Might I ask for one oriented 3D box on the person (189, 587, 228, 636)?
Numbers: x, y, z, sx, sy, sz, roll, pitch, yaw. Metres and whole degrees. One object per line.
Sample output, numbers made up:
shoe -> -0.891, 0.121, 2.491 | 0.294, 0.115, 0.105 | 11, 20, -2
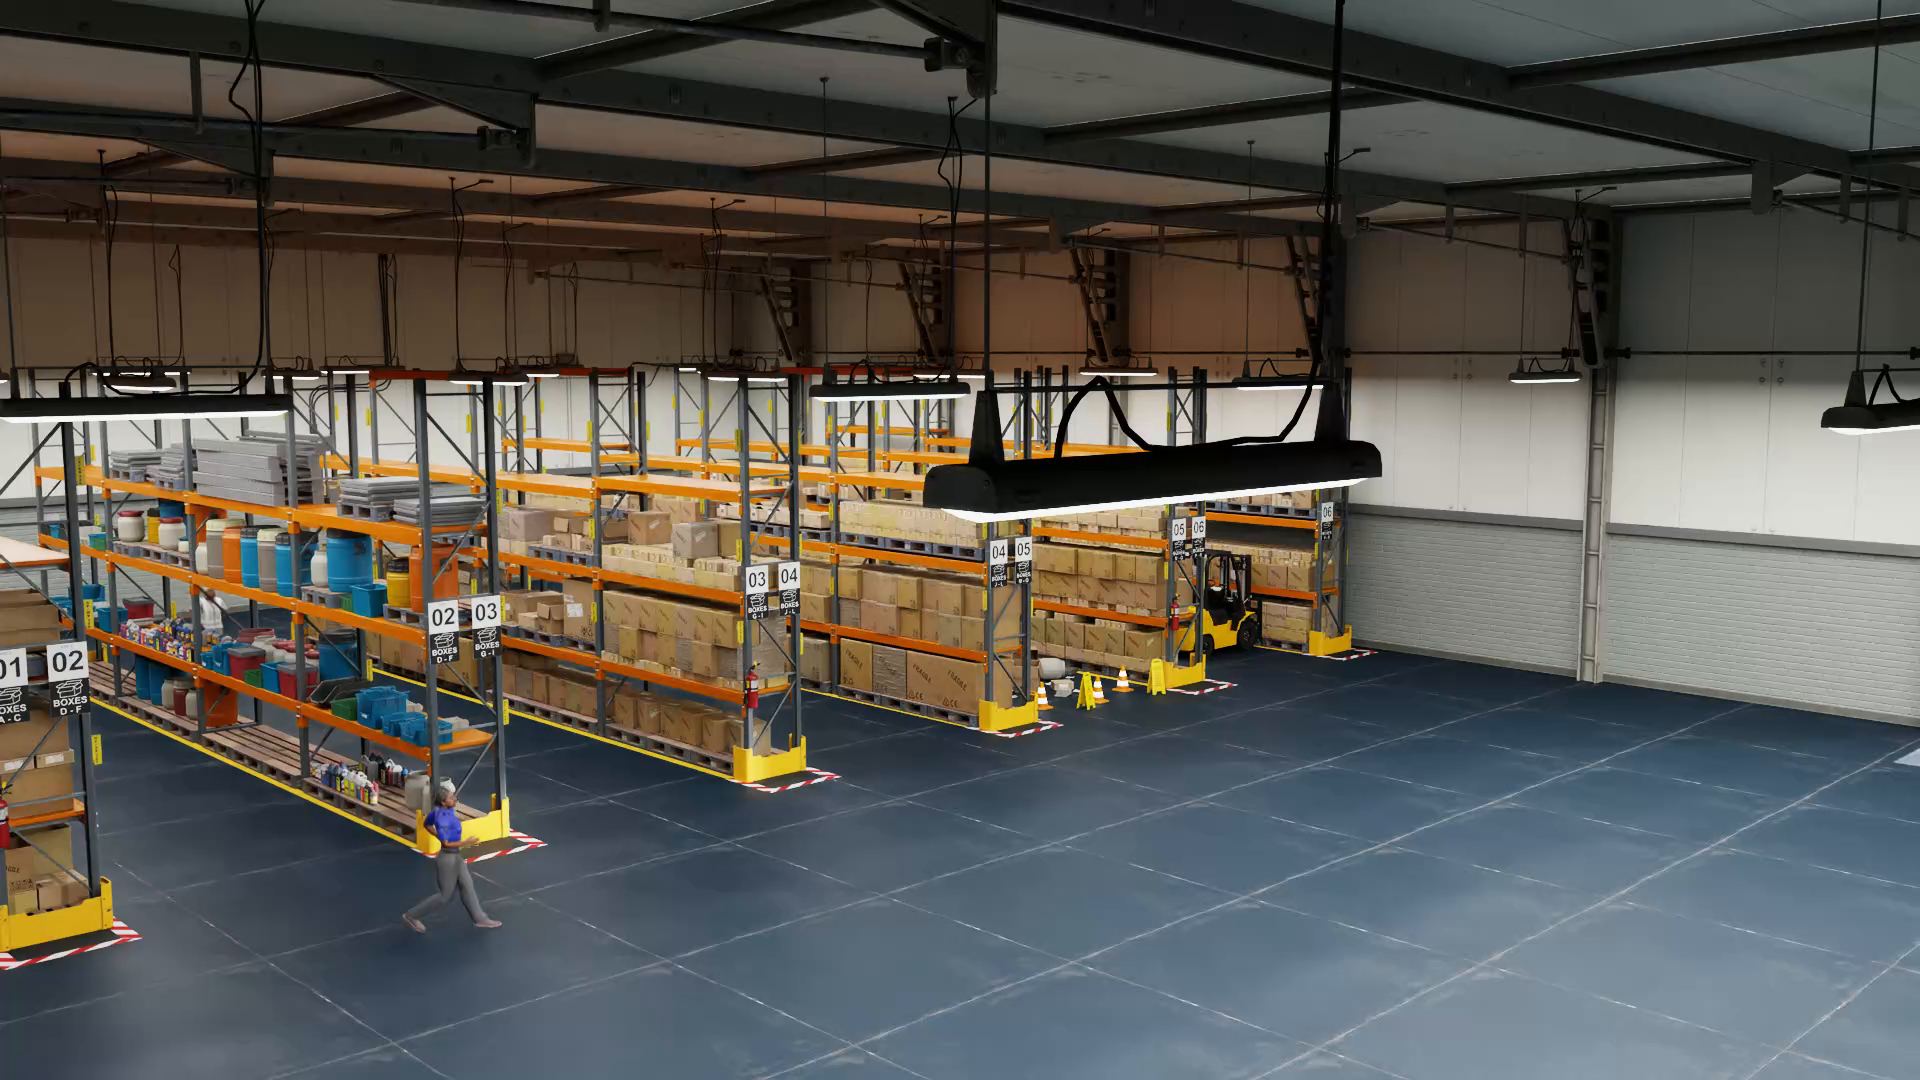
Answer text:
person -> -14.774, 1.747, 32.806 | 0.877, 1.762, 0.689 | 5, 8, 38

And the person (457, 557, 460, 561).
person -> -11.795, 1.166, 38.606 | 0.653, 1.608, 0.986 | -2, 7, -14

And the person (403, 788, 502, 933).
person -> -5.519, 3.515, 18.019 | 1.020, 1.523, 0.593 | -2, 7, -16
